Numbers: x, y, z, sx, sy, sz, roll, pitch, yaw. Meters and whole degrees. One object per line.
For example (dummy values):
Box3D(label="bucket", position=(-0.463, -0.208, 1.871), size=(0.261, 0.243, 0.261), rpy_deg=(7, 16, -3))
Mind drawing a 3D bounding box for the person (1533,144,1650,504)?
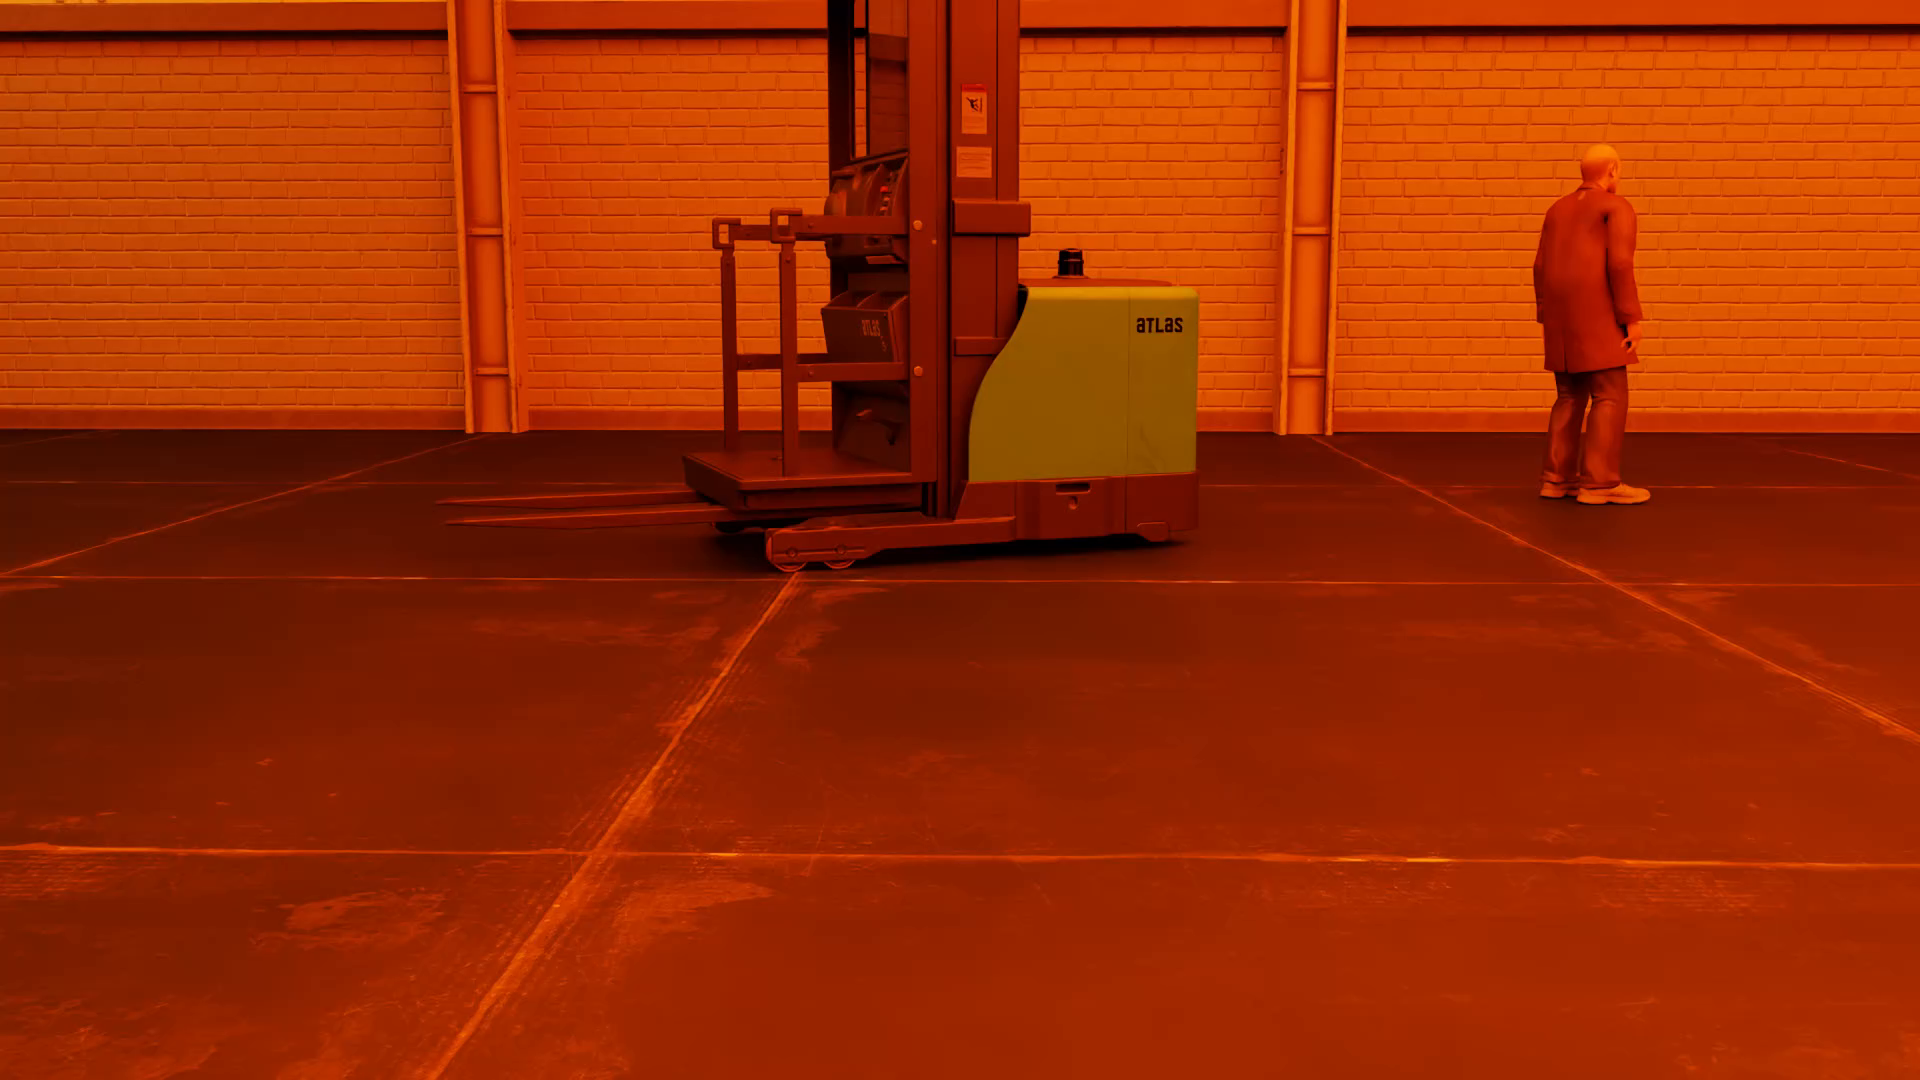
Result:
Box3D(label="person", position=(3.163, -1.085, 8.363), size=(0.436, 1.772, 0.644), rpy_deg=(-4, 10, -25))

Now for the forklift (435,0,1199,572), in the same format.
Box3D(label="forklift", position=(-0.569, -1.416, 6.694), size=(3.031, 2.935, 1.130), rpy_deg=(-3, 9, -20))
